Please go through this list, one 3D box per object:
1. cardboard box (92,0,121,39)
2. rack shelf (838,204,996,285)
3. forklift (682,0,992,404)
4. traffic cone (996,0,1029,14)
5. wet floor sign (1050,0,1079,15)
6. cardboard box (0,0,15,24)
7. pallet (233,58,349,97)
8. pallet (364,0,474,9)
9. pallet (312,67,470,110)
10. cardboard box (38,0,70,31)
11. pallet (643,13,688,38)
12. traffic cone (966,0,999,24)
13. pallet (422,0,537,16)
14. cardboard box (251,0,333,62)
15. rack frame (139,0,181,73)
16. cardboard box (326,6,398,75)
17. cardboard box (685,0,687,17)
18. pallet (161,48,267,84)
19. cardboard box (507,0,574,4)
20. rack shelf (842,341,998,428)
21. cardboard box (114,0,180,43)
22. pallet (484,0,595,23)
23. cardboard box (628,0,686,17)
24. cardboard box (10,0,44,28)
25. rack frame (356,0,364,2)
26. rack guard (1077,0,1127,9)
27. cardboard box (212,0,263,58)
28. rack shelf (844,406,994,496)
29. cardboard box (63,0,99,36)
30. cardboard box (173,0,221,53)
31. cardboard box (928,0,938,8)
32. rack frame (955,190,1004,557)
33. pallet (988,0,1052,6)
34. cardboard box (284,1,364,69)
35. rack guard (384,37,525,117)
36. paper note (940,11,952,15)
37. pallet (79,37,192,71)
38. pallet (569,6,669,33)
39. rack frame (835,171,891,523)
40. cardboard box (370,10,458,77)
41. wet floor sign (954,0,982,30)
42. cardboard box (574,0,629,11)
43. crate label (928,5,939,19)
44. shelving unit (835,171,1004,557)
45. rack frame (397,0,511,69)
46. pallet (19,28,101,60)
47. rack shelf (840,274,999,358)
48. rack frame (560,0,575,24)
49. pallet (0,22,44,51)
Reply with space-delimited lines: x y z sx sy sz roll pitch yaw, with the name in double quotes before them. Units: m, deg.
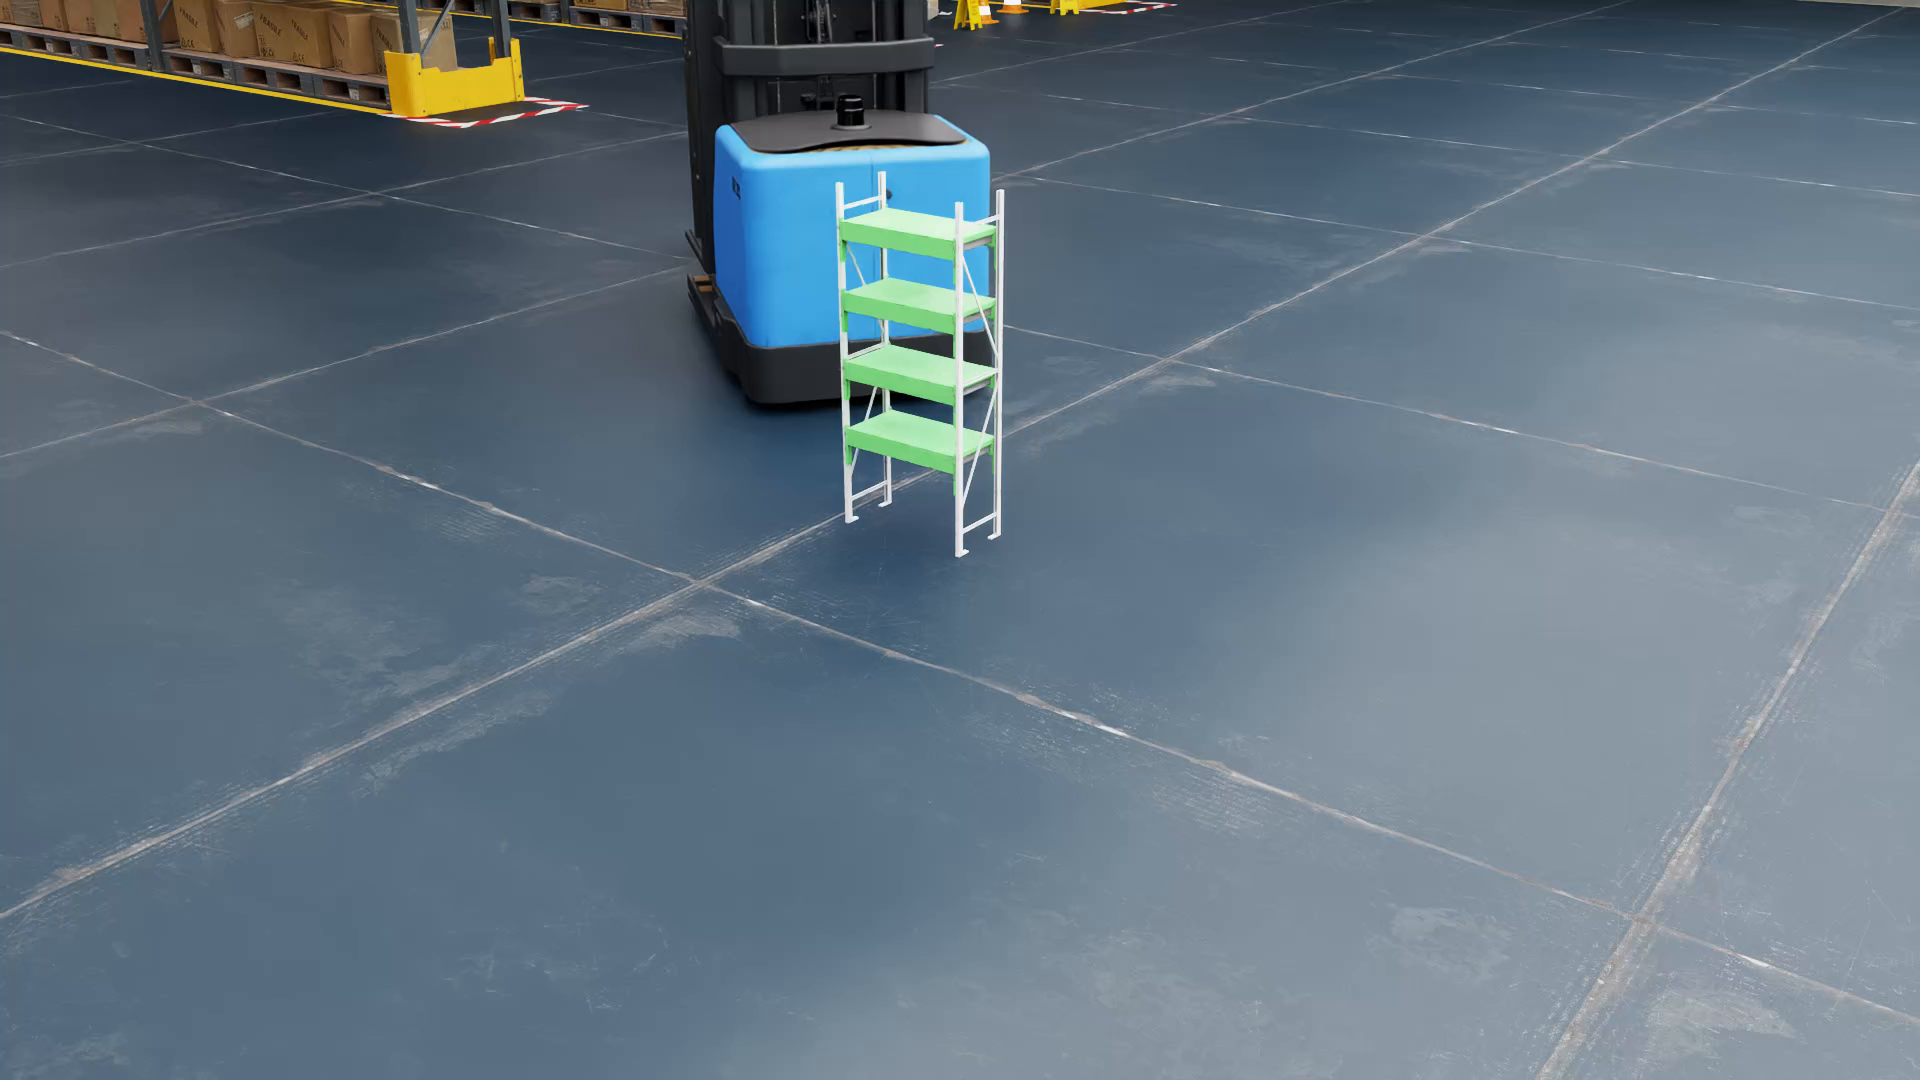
"cardboard box" -8.223 -5.330 16.680 0.500 0.500 0.700 17 29 33
"rack shelf" -0.132 -0.970 5.431 0.480 0.148 0.258 17 29 33
"forklift" -0.750 -2.470 7.720 1.130 2.935 3.031 -6 25 -14
"traffic cone" 0.652 -6.752 20.501 0.334 0.463 0.336 17 29 33
"wet floor sign" 1.280 -6.757 20.285 0.267 0.644 0.232 -15 28 -30
"cardboard box" -10.027 -5.864 17.894 0.500 0.500 0.700 15 28 31
"pallet" -5.836 -4.273 15.187 1.213 0.211 1.003 17 29 33
"pallet" -6.934 -7.047 21.483 1.213 0.211 1.003 17 29 33
"pallet" -4.864 -3.978 14.517 1.213 0.211 1.003 17 29 33
"cardboard box" -9.118 -5.599 17.293 0.500 0.500 0.700 20 31 38
"pallet" -2.777 -5.791 18.632 1.213 0.211 1.003 17 29 33
"traffic cone" 0.258 -6.312 19.501 0.334 0.463 0.336 17 29 33
"pallet" -5.962 -6.752 20.813 1.213 0.211 1.003 17 29 33
"cardboard box" -6.072 -4.673 15.215 0.500 0.500 0.500 14 27 29
"rack frame" -7.375 -5.995 15.637 0.127 3.000 1.000 17 29 33
"cardboard box" -5.162 -4.366 14.519 0.500 0.500 0.500 -17 29 -34
"cardboard box" -2.406 -6.178 18.167 0.875 0.875 0.875 16 29 32
"pallet" -6.816 -4.568 15.856 1.213 0.211 1.003 17 29 33
"cardboard box" -4.870 -6.855 19.857 0.750 0.750 1.050 17 29 33
"rack shelf" -0.132 -0.531 5.625 0.480 0.148 0.258 17 29 33
"cardboard box" -7.853 -5.208 16.405 0.500 0.500 0.700 14 28 29
"pallet" -4.982 -6.457 20.144 1.213 0.211 1.003 17 29 33
"cardboard box" -3.134 -6.400 18.669 0.875 0.875 0.875 17 29 34
"cardboard box" -9.576 -5.734 17.599 0.500 0.500 0.700 14 27 29
"rack frame" -7.520 -8.538 21.408 0.127 3.000 1.000 17 29 33
"rack guard" 1.709 -7.100 21.244 0.348 0.500 1.175 17 29 33
"cardboard box" -6.616 -4.798 15.498 0.500 0.500 0.500 -16 28 -31
"rack shelf" -0.132 -0.311 5.721 0.480 0.148 0.258 17 29 33
"cardboard box" -8.671 -5.465 16.987 0.500 0.500 0.700 14 27 29
"cardboard box" -7.079 -4.934 15.807 0.500 0.500 0.500 16 28 32
"cardboard box" -0.490 -6.586 20.513 0.380 0.149 0.250 -10 26 -21
"rack frame" 0.063 -0.530 5.465 0.015 1.200 0.240 17 29 33
"pallet" 1.080 -7.175 21.774 1.213 0.211 1.003 17 29 33
"cardboard box" -5.652 -4.524 14.876 0.500 0.500 0.500 20 31 38
"rack guard" -4.235 -3.902 13.987 0.348 0.500 1.175 17 29 33
"paper note" -0.181 -6.453 20.358 0.142 0.019 0.148 7 25 15
"pallet" -7.998 -4.907 16.625 1.213 0.211 1.003 17 29 33
"pallet" -3.757 -6.086 19.301 1.213 0.211 1.003 17 29 33
"rack frame" -0.328 -0.648 5.733 0.015 1.200 0.240 17 29 33
"cardboard box" -4.663 -4.233 14.216 0.500 0.500 0.500 -20 31 -38
"wet floor sign" 0.092 -6.158 18.927 0.232 0.644 0.267 12 26 24
"cardboard box" -3.858 -6.616 19.160 0.875 0.875 0.875 17 29 34
"crate label" -0.408 -6.333 19.953 0.298 0.136 0.250 3 24 6
"shelving unit" -0.132 -0.589 5.599 0.503 1.200 0.258 17 29 33
"rack frame" -4.174 -5.028 13.441 0.127 3.000 1.000 17 29 33
"pallet" -8.979 -5.202 17.294 1.213 0.211 1.003 17 29 33
"rack shelf" -0.132 -0.750 5.528 0.480 0.148 0.258 17 29 33
"rack frame" -4.319 -7.571 19.213 0.127 3.000 1.000 17 29 33
"pallet" -9.951 -5.497 17.964 1.213 0.211 1.003 17 29 33
